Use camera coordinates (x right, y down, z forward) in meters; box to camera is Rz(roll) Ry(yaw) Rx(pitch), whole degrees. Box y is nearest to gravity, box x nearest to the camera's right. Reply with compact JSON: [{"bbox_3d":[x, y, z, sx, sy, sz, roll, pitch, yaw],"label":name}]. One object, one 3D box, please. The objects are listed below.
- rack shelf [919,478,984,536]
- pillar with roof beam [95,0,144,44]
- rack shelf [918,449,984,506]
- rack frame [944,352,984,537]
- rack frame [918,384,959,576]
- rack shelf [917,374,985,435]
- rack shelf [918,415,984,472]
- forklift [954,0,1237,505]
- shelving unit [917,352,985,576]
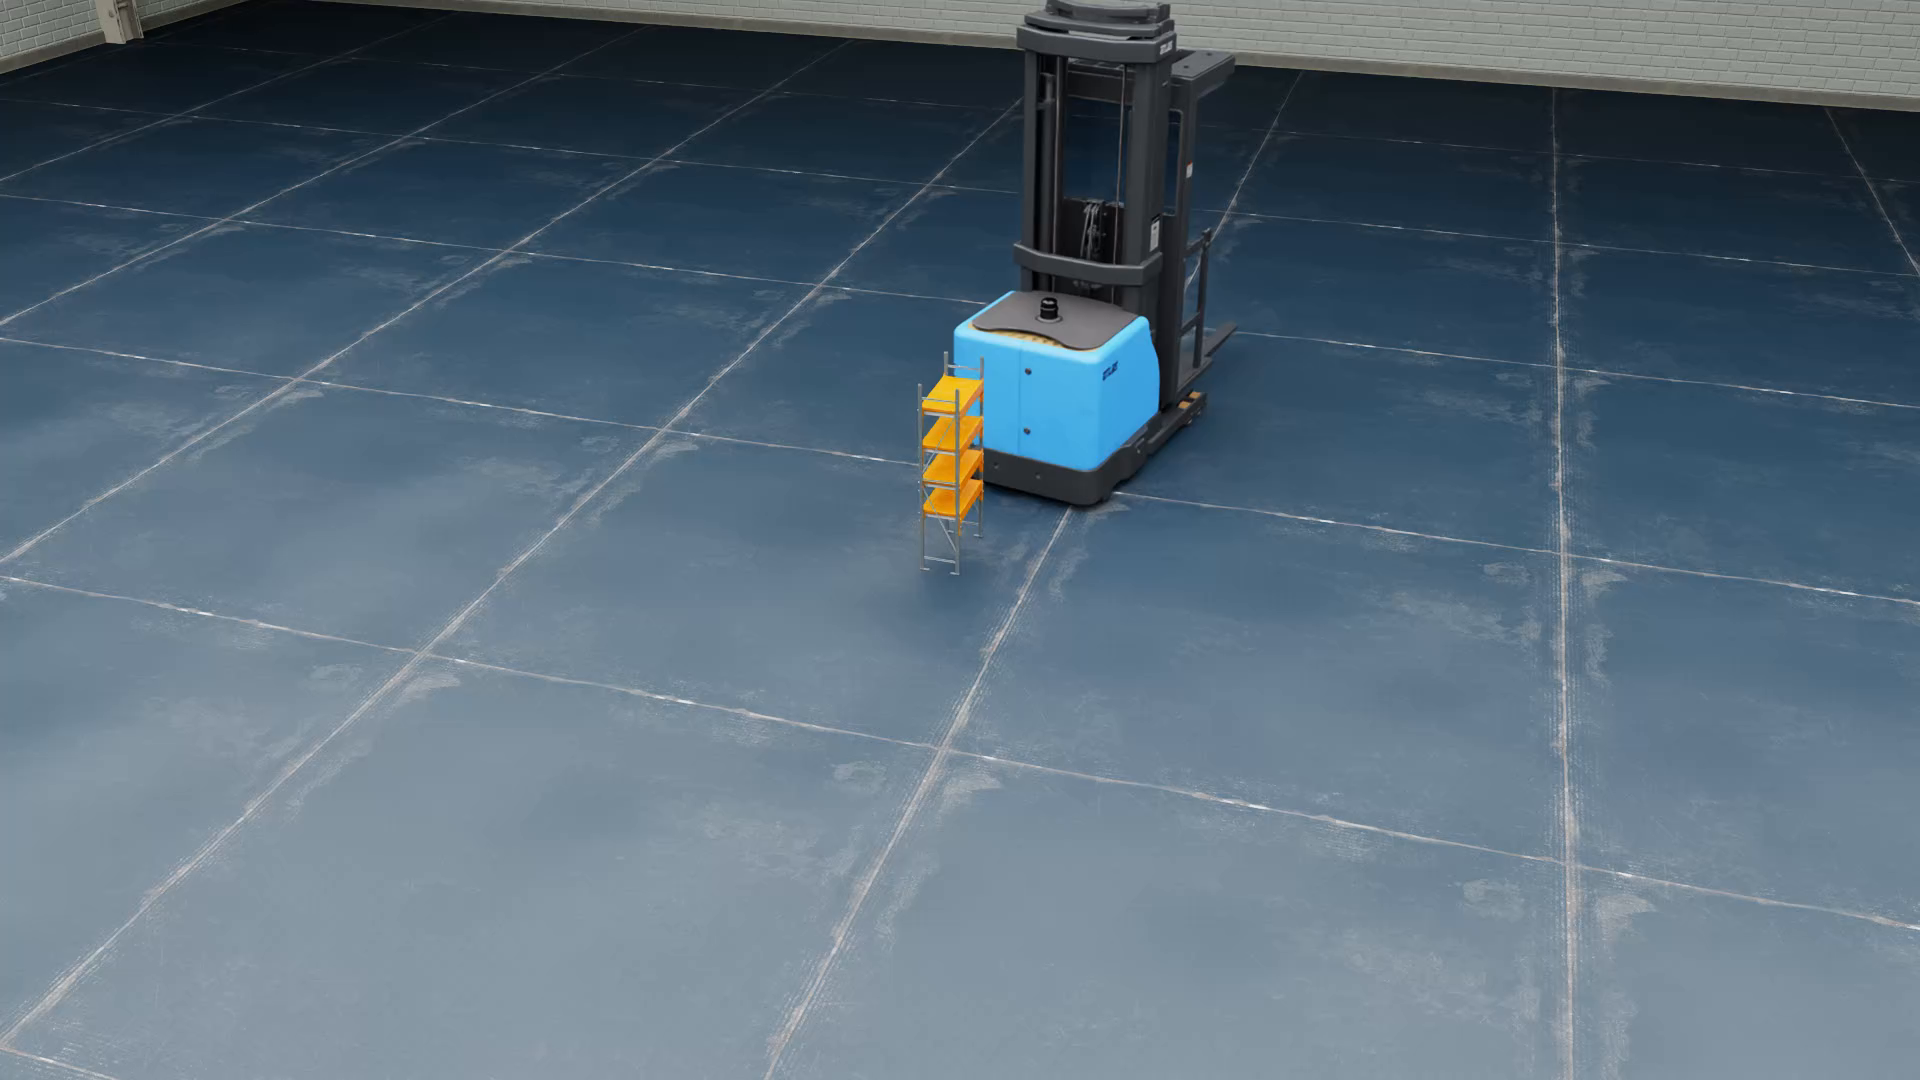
[{"bbox_3d":[-0.049,-0.215,9.949,0.258,0.148,0.480,8,30,15],"label":"rack shelf"},{"bbox_3d":[-7.097,-10.029,19.022,9.100,9.000,0.400,8,30,15],"label":"pillar with roof beam"},{"bbox_3d":[-0.049,-0.389,9.853,0.258,0.148,0.480,8,30,15],"label":"rack shelf"},{"bbox_3d":[0.023,-0.561,10.024,0.240,1.200,0.015,8,30,15],"label":"rack frame"},{"bbox_3d":[-0.120,-0.334,9.616,0.240,1.200,0.015,8,30,15],"label":"rack frame"},{"bbox_3d":[-0.049,-0.791,9.629,0.258,0.148,0.480,8,30,15],"label":"rack shelf"},{"bbox_3d":[-0.049,-0.584,9.744,0.258,0.148,0.480,8,30,15],"label":"rack shelf"},{"bbox_3d":[1.104,-2.186,11.164,1.130,2.935,3.031,15,32,25],"label":"forklift"},{"bbox_3d":[-0.049,-0.447,9.820,0.258,1.200,0.503,8,30,15],"label":"shelving unit"}]
